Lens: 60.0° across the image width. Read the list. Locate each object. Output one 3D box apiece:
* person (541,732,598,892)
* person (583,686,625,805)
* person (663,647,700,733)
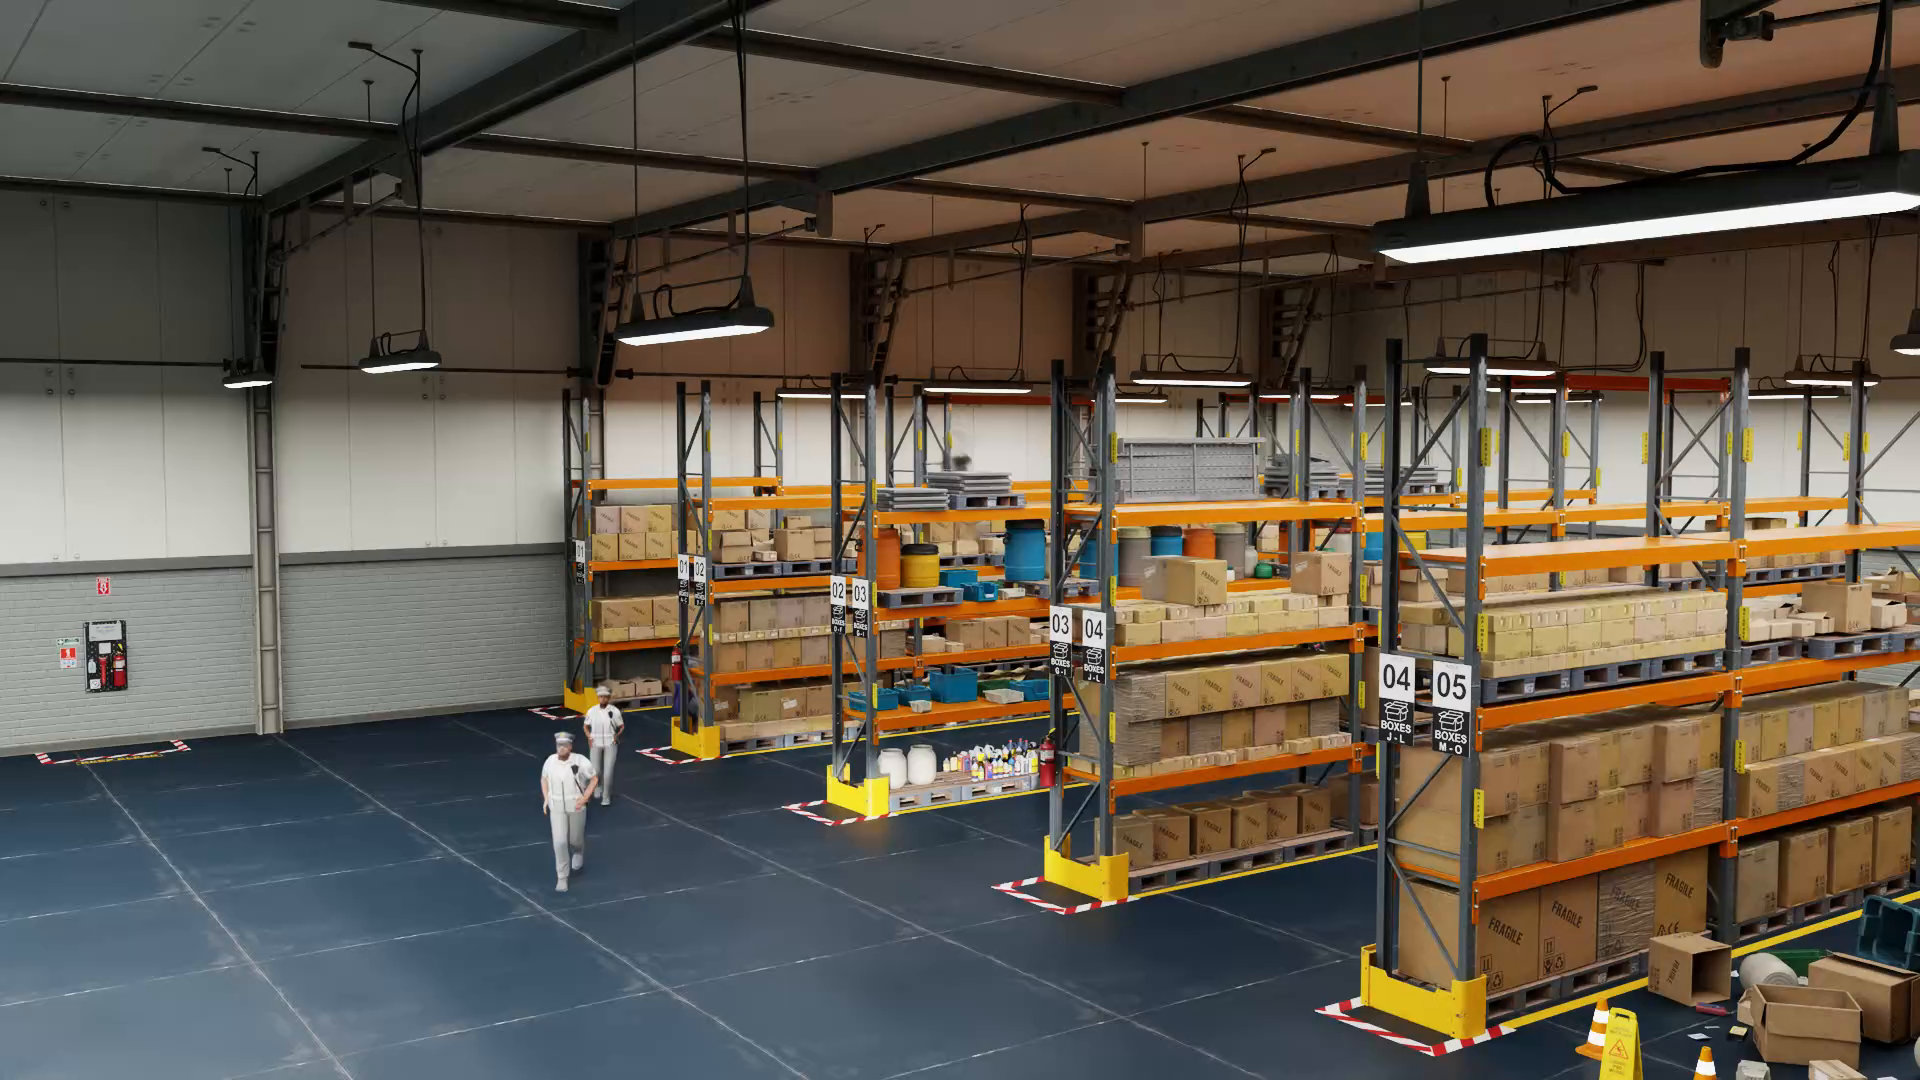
[{"bbox_3d":[-4.481,3.067,19.106,0.665,1.808,0.813,0,4,-3],"label":"person"},{"bbox_3d":[-4.948,2.852,23.114,0.572,1.651,0.575,-1,4,-9],"label":"person"},{"bbox_3d":[-4.728,2.542,28.296,0.576,1.587,0.634,-3,5,-44],"label":"person"}]
